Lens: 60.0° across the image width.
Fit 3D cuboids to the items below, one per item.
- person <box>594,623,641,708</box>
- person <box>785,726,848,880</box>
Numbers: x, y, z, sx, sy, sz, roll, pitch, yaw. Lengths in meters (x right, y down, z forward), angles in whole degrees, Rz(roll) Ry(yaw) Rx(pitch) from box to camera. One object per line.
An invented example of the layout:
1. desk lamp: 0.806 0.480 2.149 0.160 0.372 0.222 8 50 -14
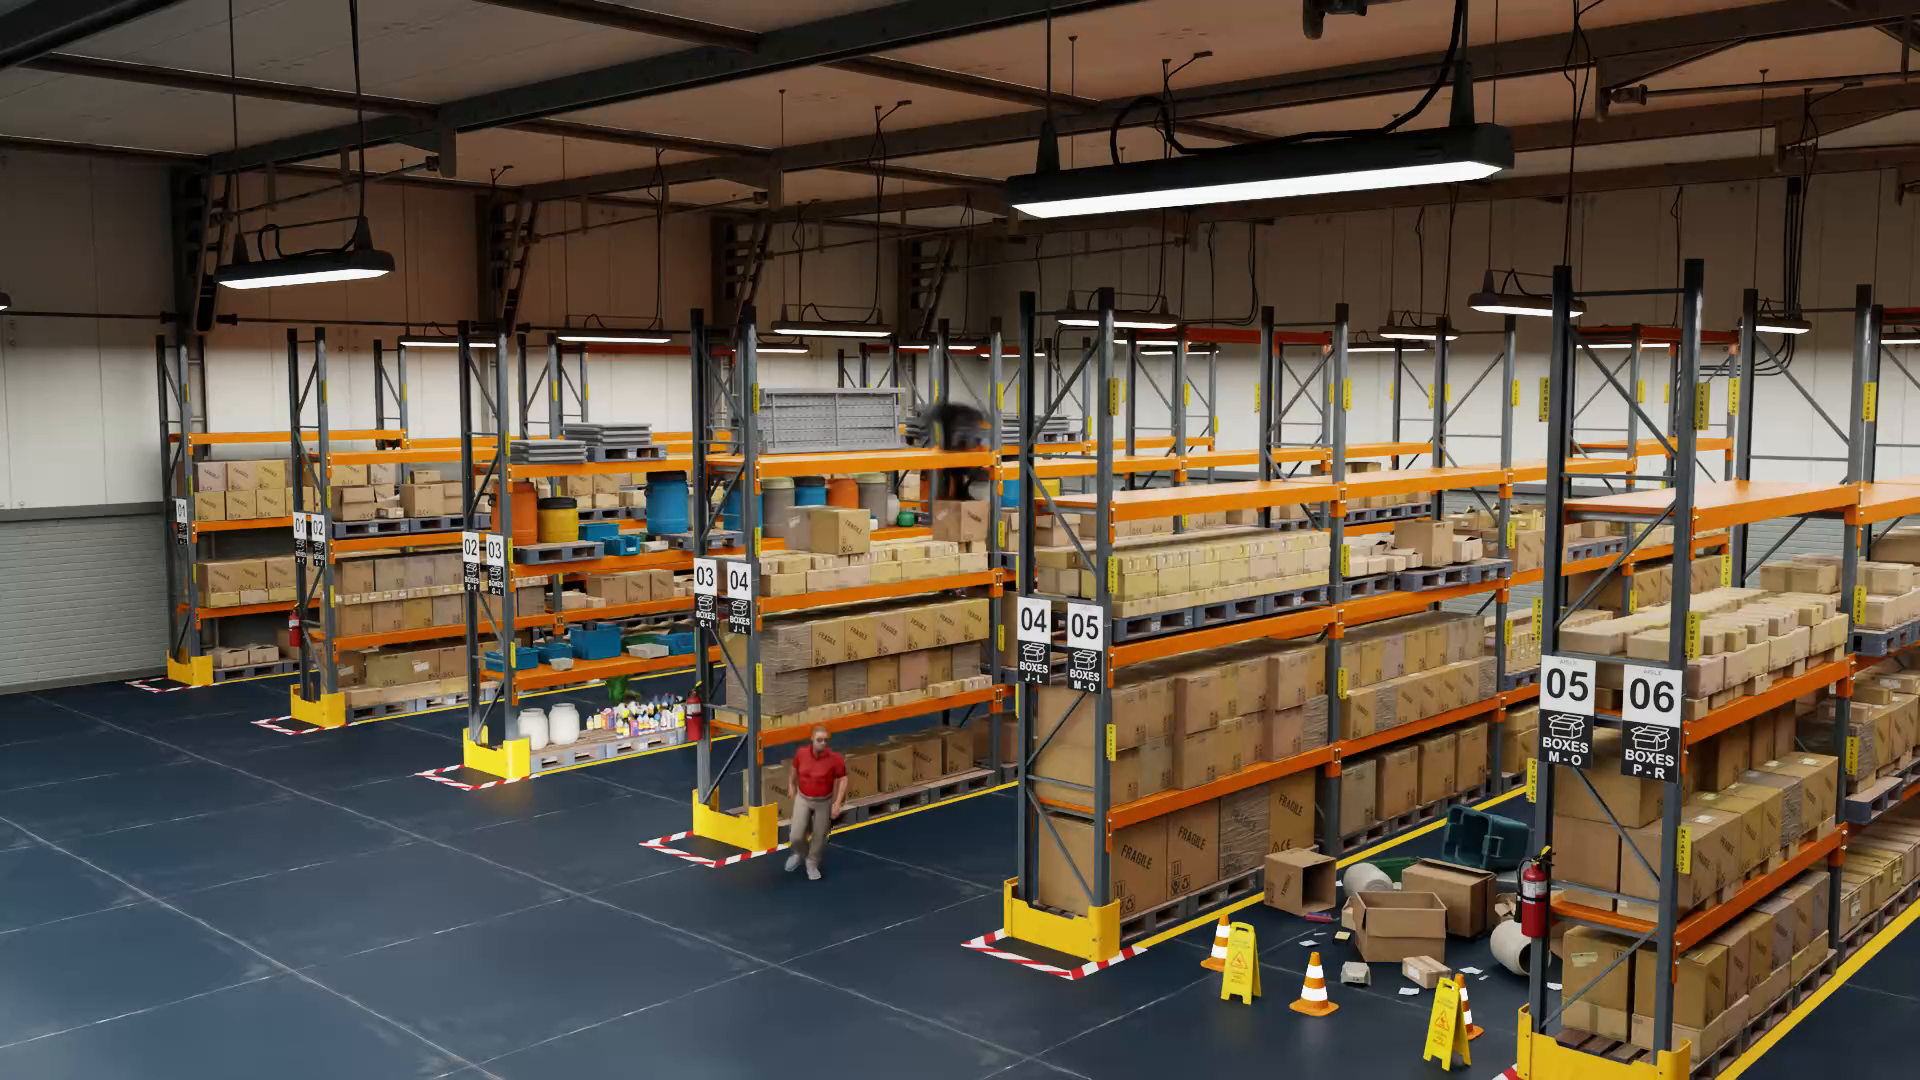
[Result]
1. person: -5.254 2.009 25.330 0.680 1.583 0.952 3 6 32
2. person: -1.498 2.726 17.235 0.695 1.674 0.716 0 5 2
